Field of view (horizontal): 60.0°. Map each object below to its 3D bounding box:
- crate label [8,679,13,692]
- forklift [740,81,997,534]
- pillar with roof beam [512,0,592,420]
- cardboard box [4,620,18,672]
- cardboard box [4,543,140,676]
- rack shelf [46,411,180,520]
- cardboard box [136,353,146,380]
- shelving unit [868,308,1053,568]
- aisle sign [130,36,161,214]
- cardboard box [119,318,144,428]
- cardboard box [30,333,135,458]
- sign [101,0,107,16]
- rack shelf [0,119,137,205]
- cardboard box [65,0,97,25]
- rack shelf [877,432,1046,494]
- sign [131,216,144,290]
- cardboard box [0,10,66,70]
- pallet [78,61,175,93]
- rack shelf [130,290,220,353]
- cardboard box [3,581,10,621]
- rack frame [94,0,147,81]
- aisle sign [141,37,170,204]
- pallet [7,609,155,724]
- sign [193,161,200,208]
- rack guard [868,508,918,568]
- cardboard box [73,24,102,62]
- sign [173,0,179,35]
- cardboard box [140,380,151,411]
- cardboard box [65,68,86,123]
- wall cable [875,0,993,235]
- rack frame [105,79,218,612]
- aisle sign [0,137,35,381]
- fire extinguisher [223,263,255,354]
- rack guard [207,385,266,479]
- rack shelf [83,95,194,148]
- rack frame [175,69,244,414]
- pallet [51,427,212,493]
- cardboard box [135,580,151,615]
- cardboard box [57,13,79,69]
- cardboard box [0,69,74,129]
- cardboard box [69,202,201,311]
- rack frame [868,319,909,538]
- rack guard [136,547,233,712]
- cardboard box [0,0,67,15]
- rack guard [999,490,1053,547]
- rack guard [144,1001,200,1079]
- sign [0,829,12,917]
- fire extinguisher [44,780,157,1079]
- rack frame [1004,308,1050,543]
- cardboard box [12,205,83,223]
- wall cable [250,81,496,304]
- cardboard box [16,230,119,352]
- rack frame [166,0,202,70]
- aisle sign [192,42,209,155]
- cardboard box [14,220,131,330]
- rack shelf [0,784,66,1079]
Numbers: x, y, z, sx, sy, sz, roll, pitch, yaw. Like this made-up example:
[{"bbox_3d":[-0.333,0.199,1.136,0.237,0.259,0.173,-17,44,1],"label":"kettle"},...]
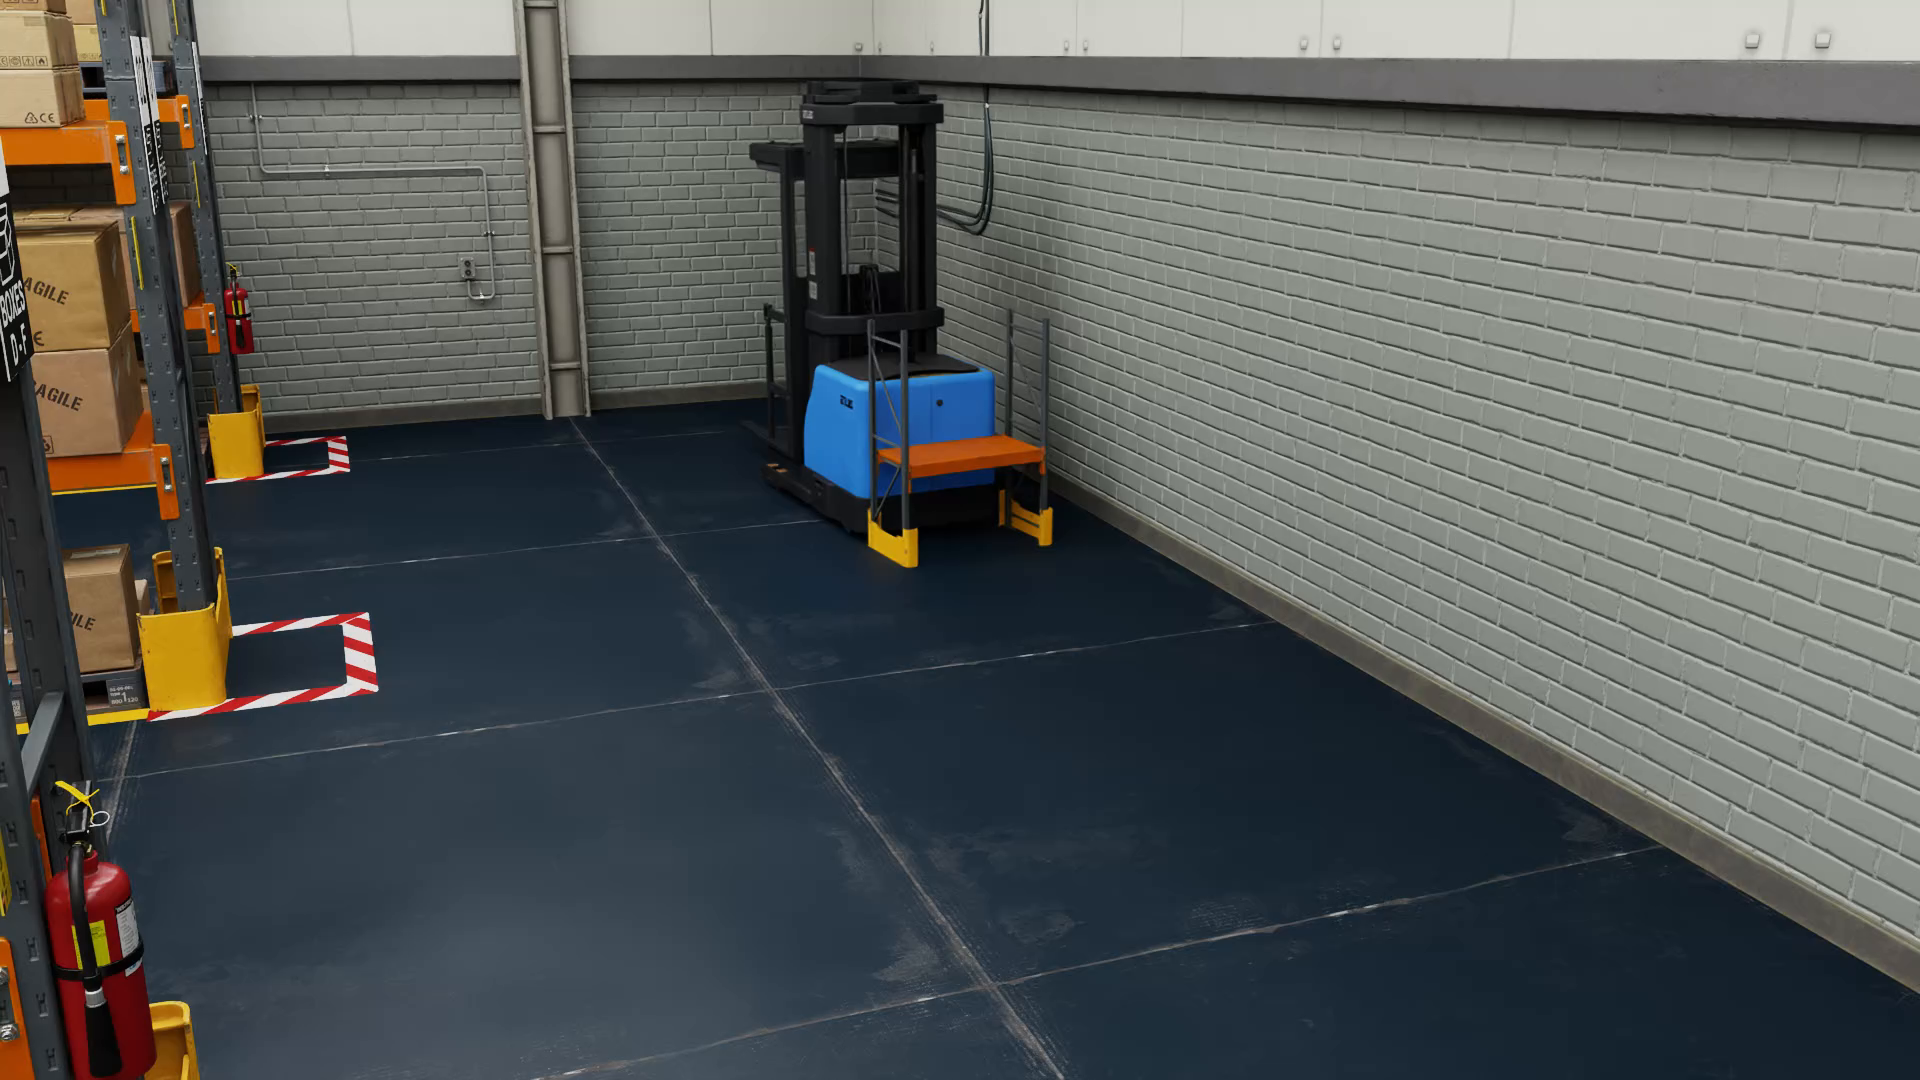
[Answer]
[{"bbox_3d":[-2.546,0.532,4.155,0.303,0.233,0.416,-6,17,-20],"label":"crate label"},{"bbox_3d":[-0.842,-1.817,12.083,1.130,2.935,3.031,-8,18,-25],"label":"forklift"},{"bbox_3d":[-1.990,-4.310,9.806,0.400,9.000,9.100,-6,17,-20],"label":"pillar with roof beam"},{"bbox_3d":[-4.796,0.523,8.241,0.250,0.166,0.380,-6,17,-20],"label":"cardboard box"},{"bbox_3d":[-4.386,0.346,8.252,0.500,0.500,0.500,-6,17,-20],"label":"cardboard box"},{"bbox_3d":[-5.834,-0.215,7.784,4.000,0.370,1.077,-6,17,-20],"label":"rack shelf"},{"bbox_3d":[-6.315,-1.347,12.900,0.250,0.149,0.380,-6,17,-20],"label":"cardboard box"},{"bbox_3d":[0.002,-0.684,10.765,1.083,1.500,0.587,-9,19,-28],"label":"shelving unit"},{"bbox_3d":[-3.793,-1.936,7.752,0.004,0.787,0.394,-6,17,-20],"label":"aisle sign"},{"bbox_3d":[-4.475,-0.835,8.439,0.500,0.500,0.500,-6,17,-19],"label":"cardboard box"},{"bbox_3d":[-4.287,-0.693,7.957,0.500,0.500,0.500,-6,17,-18],"label":"cardboard box"},{"bbox_3d":[-3.786,-2.478,7.318,0.005,0.325,0.100,-6,17,-20],"label":"sign"},{"bbox_3d":[-5.834,-1.654,7.361,4.000,0.370,1.077,-6,17,-20],"label":"rack shelf"},{"bbox_3d":[-6.328,-3.896,11.730,0.500,0.500,0.500,-6,17,-20],"label":"cardboard box"},{"bbox_3d":[-0.006,-0.510,10.811,1.000,0.185,0.538,-9,19,-28],"label":"rack shelf"},{"bbox_3d":[-3.786,-1.321,7.657,0.005,0.325,0.100,-6,17,-20],"label":"sign"},{"bbox_3d":[-4.355,-2.250,7.492,0.500,0.250,0.500,-6,17,-20],"label":"cardboard box"},{"bbox_3d":[-6.431,-3.384,12.132,1.213,0.211,1.003,-6,17,-20],"label":"pallet"},{"bbox_3d":[-7.610,-1.518,12.221,4.000,0.370,1.077,-6,17,-20],"label":"rack shelf"},{"bbox_3d":[-5.043,0.377,8.590,0.500,0.250,0.500,-6,17,-20],"label":"cardboard box"},{"bbox_3d":[-3.966,-3.640,7.524,0.127,3.000,1.000,-6,17,-20],"label":"rack frame"},{"bbox_3d":[-4.008,-2.093,8.289,0.004,0.787,0.394,-6,17,-20],"label":"aisle sign"},{"bbox_3d":[-4.781,0.664,8.461,1.213,0.211,1.003,-6,17,-20],"label":"pallet"},{"bbox_3d":[-5.561,-2.590,12.119,0.005,0.325,0.100,-6,17,-20],"label":"sign"},{"bbox_3d":[-0.435,-0.016,10.710,0.087,0.250,0.587,-9,19,-28],"label":"rack guard"},{"bbox_3d":[-6.331,-3.538,11.842,0.500,0.250,0.500,-6,17,-18],"label":"cardboard box"},{"bbox_3d":[-5.561,-3.747,11.779,0.005,0.325,0.100,-6,17,-20],"label":"sign"},{"bbox_3d":[-6.360,-0.970,12.769,0.500,0.500,0.700,-6,17,-20],"label":"cardboard box"},{"bbox_3d":[-4.537,-2.144,8.019,0.500,0.250,0.500,-6,17,-20],"label":"cardboard box"},{"bbox_3d":[-0.333,-3.930,14.020,0.112,2.526,3.097,-6,17,-20],"label":"wall cable"},{"bbox_3d":[-3.966,-0.762,8.369,0.127,3.000,1.000,-6,17,-20],"label":"rack frame"},{"bbox_3d":[-2.237,-0.791,3.854,0.004,0.787,0.394,-6,17,-20],"label":"aisle sign"},{"bbox_3d":[-5.436,-1.743,12.508,0.183,0.674,0.296,-6,17,-20],"label":"fire extinguisher"},{"bbox_3d":[-5.720,-0.868,13.167,0.348,0.500,1.175,-6,17,-20],"label":"rack guard"},{"bbox_3d":[-7.610,-2.957,11.798,4.000,0.370,1.077,-6,17,-20],"label":"rack shelf"},{"bbox_3d":[-5.742,-2.065,12.806,0.127,3.000,1.000,-6,17,-20],"label":"rack frame"},{"bbox_3d":[-6.461,-0.626,12.854,1.213,0.211,1.003,-6,17,-20],"label":"pallet"},{"bbox_3d":[-4.480,0.347,8.873,0.250,0.149,0.380,-6,17,-20],"label":"cardboard box"},{"bbox_3d":[-4.539,-2.386,7.954,0.500,0.250,0.500,-6,17,-20],"label":"cardboard box"},{"bbox_3d":[-4.352,-2.008,7.555,0.500,0.250,0.500,-6,17,-20],"label":"cardboard box"},{"bbox_3d":[-6.215,-2.155,12.580,0.700,0.700,0.980,-5,17,-18],"label":"cardboard box"},{"bbox_3d":[-0.452,-0.613,10.525,0.032,1.500,0.500,-9,19,-28],"label":"rack frame"},{"bbox_3d":[-4.037,0.445,8.695,0.348,0.500,1.175,-6,17,-20],"label":"rack guard"},{"bbox_3d":[-4.440,-2.673,7.601,0.500,0.500,0.700,-6,17,-20],"label":"cardboard box"},{"bbox_3d":[0.438,-0.152,11.171,0.087,0.250,0.587,-9,19,-28],"label":"rack guard"},{"bbox_3d":[-2.180,1.735,4.302,0.348,0.500,1.175,-6,17,-20],"label":"rack guard"},{"bbox_3d":[-1.985,0.607,3.420,0.005,0.325,0.100,-6,17,-20],"label":"sign"},{"bbox_3d":[-1.894,0.862,3.638,0.183,0.674,0.296,-6,17,-20],"label":"fire extinguisher"},{"bbox_3d":[0.439,-0.752,10.996,0.032,1.500,0.500,-9,19,-28],"label":"rack frame"},{"bbox_3d":[-6.890,-2.078,12.320,0.700,0.700,0.980,-6,18,-21],"label":"cardboard box"},{"bbox_3d":[-4.885,-2.930,13.950,1.851,1.984,0.084,-6,17,-20],"label":"wall cable"},{"bbox_3d":[-4.284,-1.172,7.815,0.500,0.500,0.500,-6,18,-21],"label":"cardboard box"},{"bbox_3d":[-5.742,-4.943,11.961,0.127,3.000,1.000,-6,17,-20],"label":"rack frame"},{"bbox_3d":[-5.568,-3.241,12.196,0.004,0.787,0.394,-6,17,-20],"label":"aisle sign"},{"bbox_3d":[-4.475,-1.314,8.298,0.500,0.500,0.500,-6,17,-18],"label":"cardboard box"},{"bbox_3d":[-4.065,1.089,3.345,4.000,0.370,1.077,-6,17,-20],"label":"rack shelf"}]
